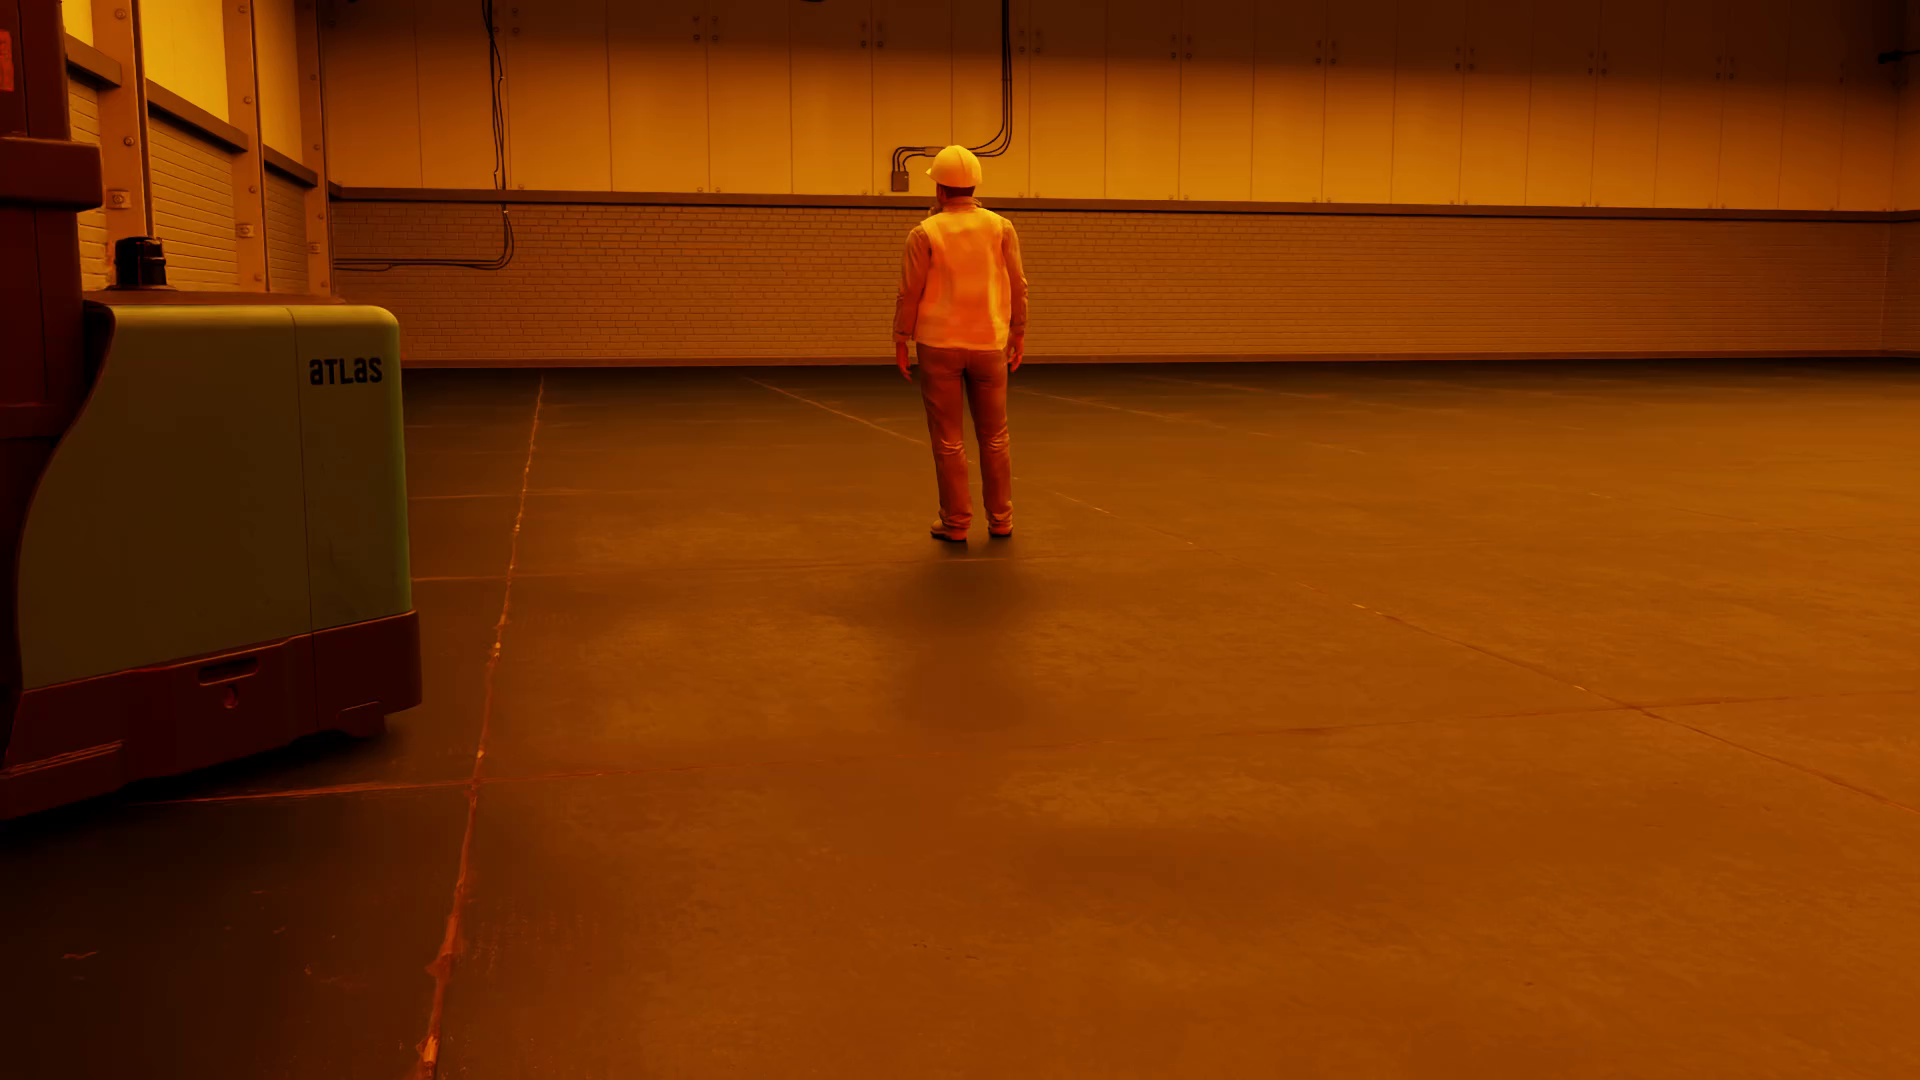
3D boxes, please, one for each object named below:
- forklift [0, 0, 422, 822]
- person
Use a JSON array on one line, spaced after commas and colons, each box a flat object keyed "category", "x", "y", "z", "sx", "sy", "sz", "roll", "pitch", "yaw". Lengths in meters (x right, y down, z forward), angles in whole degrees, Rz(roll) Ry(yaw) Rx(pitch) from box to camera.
[{"category": "forklift", "x": -2.538, "y": -0.823, "z": 3.021, "sx": 1.130, "sy": 2.935, "sz": 3.031, "roll": 5, "pitch": 9, "yaw": 29}, {"category": "person", "x": -0.008, "y": -0.895, "z": 7.645, "sx": 0.634, "sy": 1.775, "sz": 0.566, "roll": -2, "pitch": 8, "yaw": -13}]
